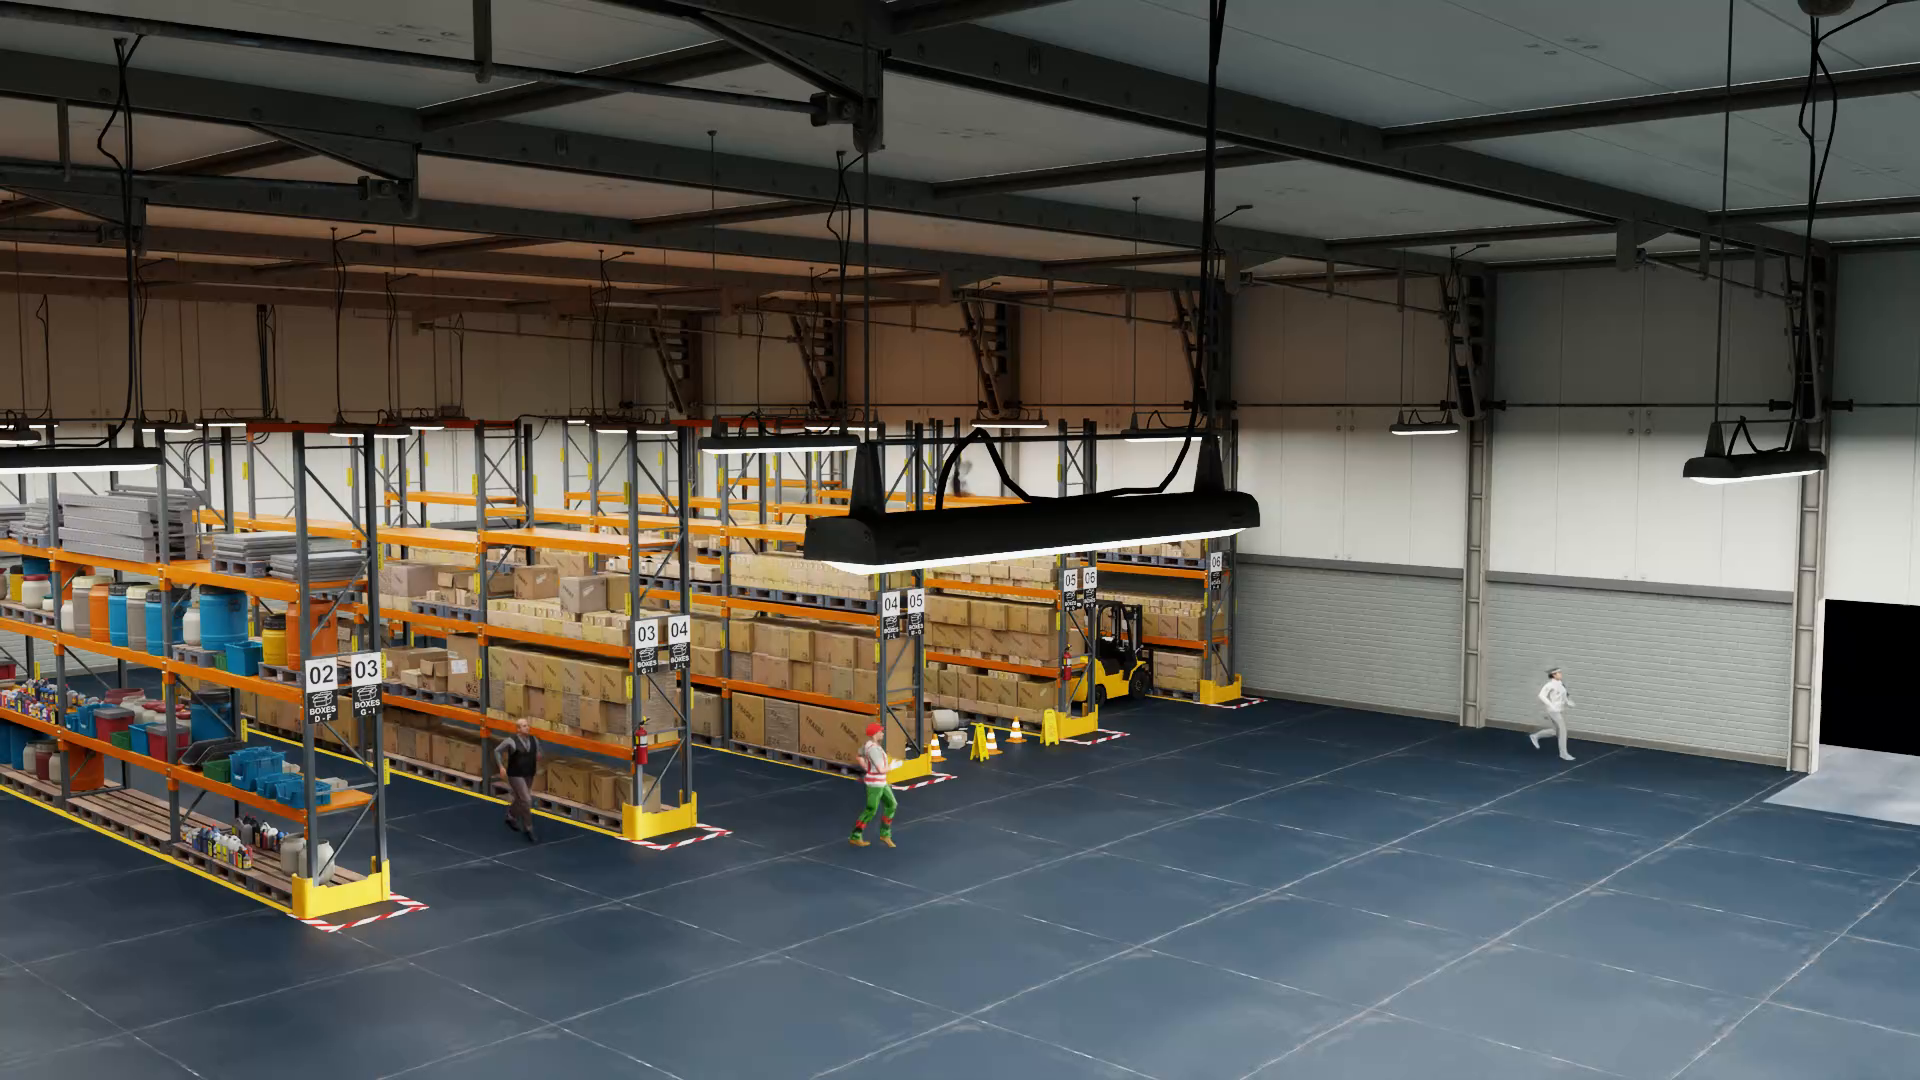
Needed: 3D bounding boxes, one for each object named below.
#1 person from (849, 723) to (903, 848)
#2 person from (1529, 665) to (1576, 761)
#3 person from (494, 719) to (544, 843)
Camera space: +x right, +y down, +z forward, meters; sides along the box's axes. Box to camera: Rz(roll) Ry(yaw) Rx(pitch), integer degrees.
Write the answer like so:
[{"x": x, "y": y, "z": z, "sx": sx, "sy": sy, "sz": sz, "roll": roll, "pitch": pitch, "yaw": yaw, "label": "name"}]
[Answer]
[{"x": -1.193, "y": 3.506, "z": 23.623, "sx": 0.774, "sy": 1.845, "sz": 0.643, "roll": 0, "pitch": 5, "yaw": -2, "label": "person"}, {"x": 10.612, "y": 3.073, "z": 29.770, "sx": 0.842, "sy": 1.696, "sz": 0.618, "roll": 3, "pitch": 6, "yaw": 35, "label": "person"}, {"x": -6.399, "y": 3.481, "z": 24.256, "sx": 0.869, "sy": 1.771, "sz": 0.627, "roll": 3, "pitch": 6, "yaw": 34, "label": "person"}]
